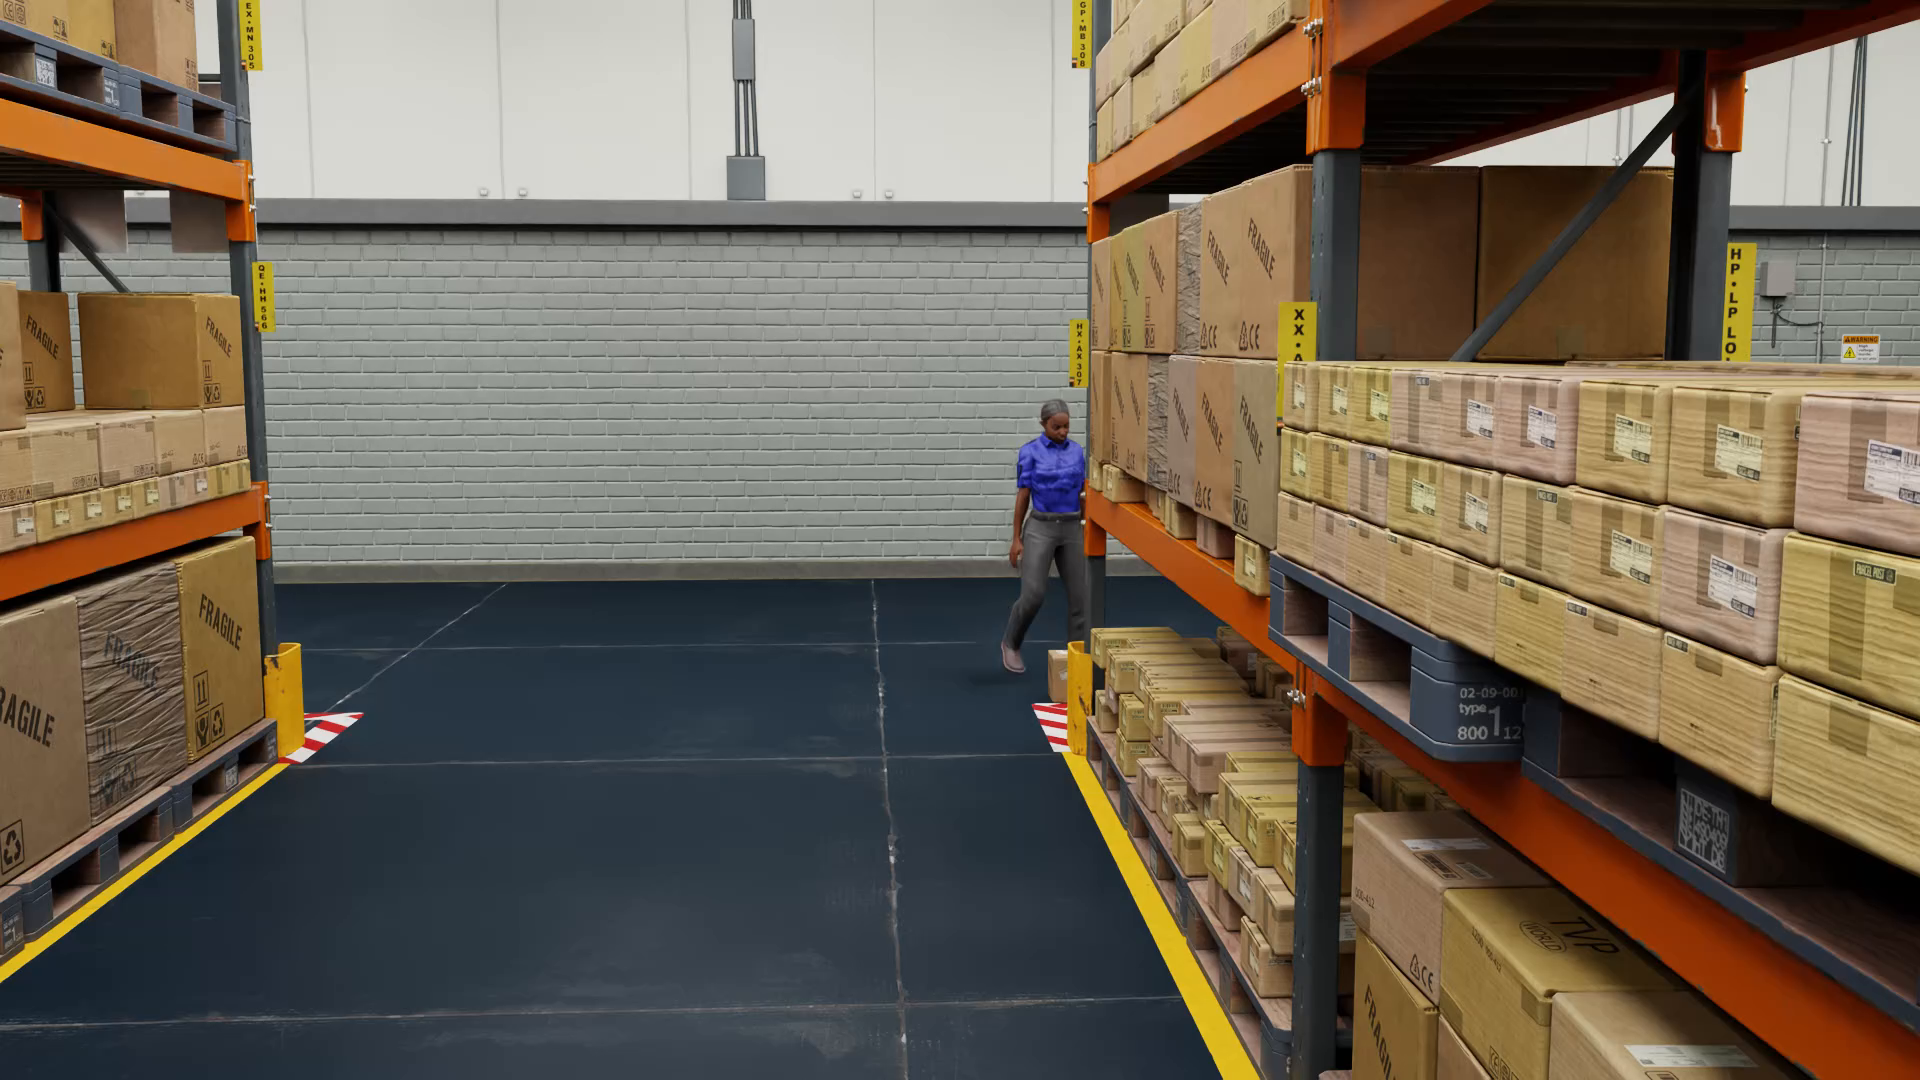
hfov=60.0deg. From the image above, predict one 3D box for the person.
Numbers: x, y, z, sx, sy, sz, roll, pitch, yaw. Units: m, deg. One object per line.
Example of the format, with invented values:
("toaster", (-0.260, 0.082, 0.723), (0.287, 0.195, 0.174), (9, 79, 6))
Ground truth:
("person", (0.547, 0.005, 9.710), (0.541, 1.648, 0.523), (-3, 7, -21))
